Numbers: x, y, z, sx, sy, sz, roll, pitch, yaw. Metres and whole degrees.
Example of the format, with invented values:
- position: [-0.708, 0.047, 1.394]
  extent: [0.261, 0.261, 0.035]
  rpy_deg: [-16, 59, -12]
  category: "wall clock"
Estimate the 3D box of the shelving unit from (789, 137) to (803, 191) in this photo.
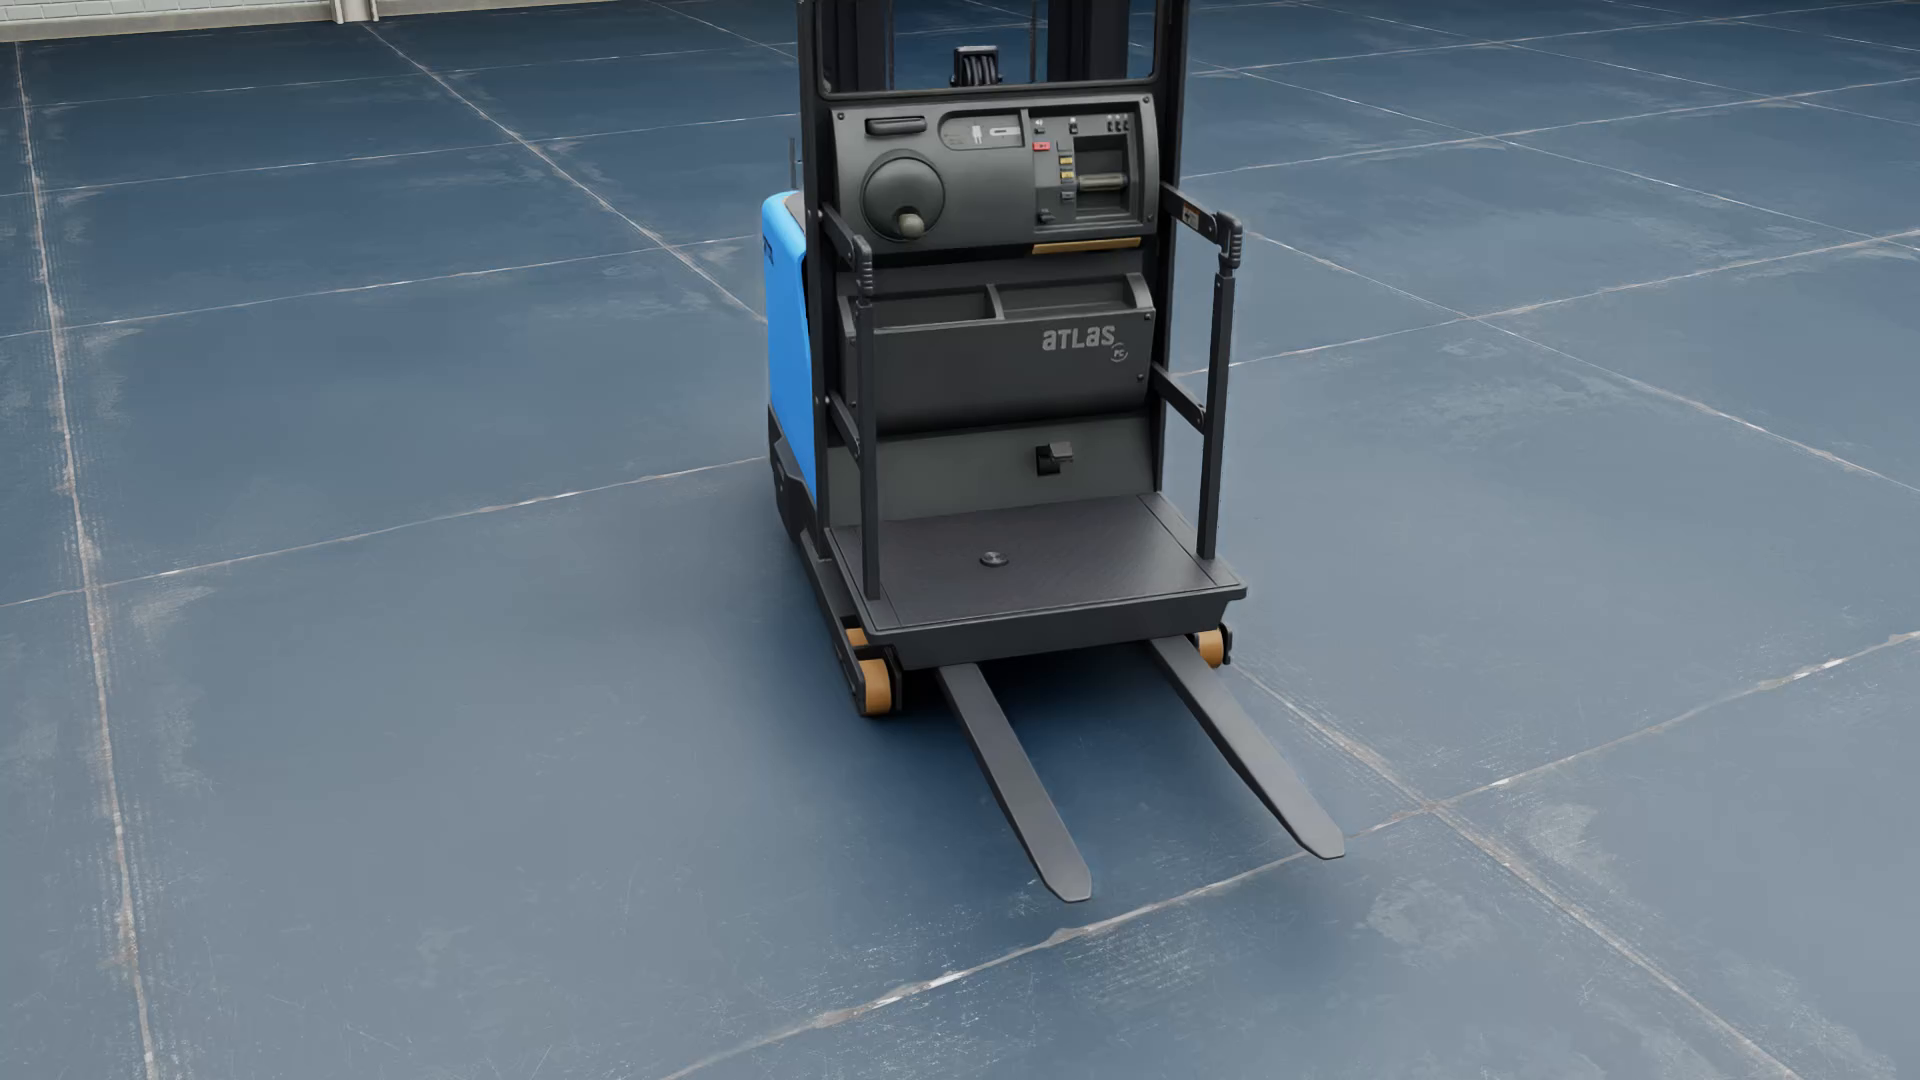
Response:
- position: [-0.468, -0.913, 6.261]
  extent: [0.258, 1.200, 0.189]
  rpy_deg: [16, 29, 31]
  category: "shelving unit"

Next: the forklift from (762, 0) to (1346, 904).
- position: [0.165, -1.006, 4.460]
  extent: [1.130, 2.935, 3.031]
  rpy_deg: [-7, 26, -13]
  category: "forklift"

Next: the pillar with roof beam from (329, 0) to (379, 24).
- position: [-3.966, -7.568, 11.115]
  extent: [0.400, 9.000, 9.100]
  rpy_deg: [-13, 29, -25]
  category: "pillar with roof beam"

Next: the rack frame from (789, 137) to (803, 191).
- position: [-0.520, -0.881, 6.193]
  extent: [0.240, 1.200, 0.006]
  rpy_deg: [16, 29, 31]
  category: "rack frame"
